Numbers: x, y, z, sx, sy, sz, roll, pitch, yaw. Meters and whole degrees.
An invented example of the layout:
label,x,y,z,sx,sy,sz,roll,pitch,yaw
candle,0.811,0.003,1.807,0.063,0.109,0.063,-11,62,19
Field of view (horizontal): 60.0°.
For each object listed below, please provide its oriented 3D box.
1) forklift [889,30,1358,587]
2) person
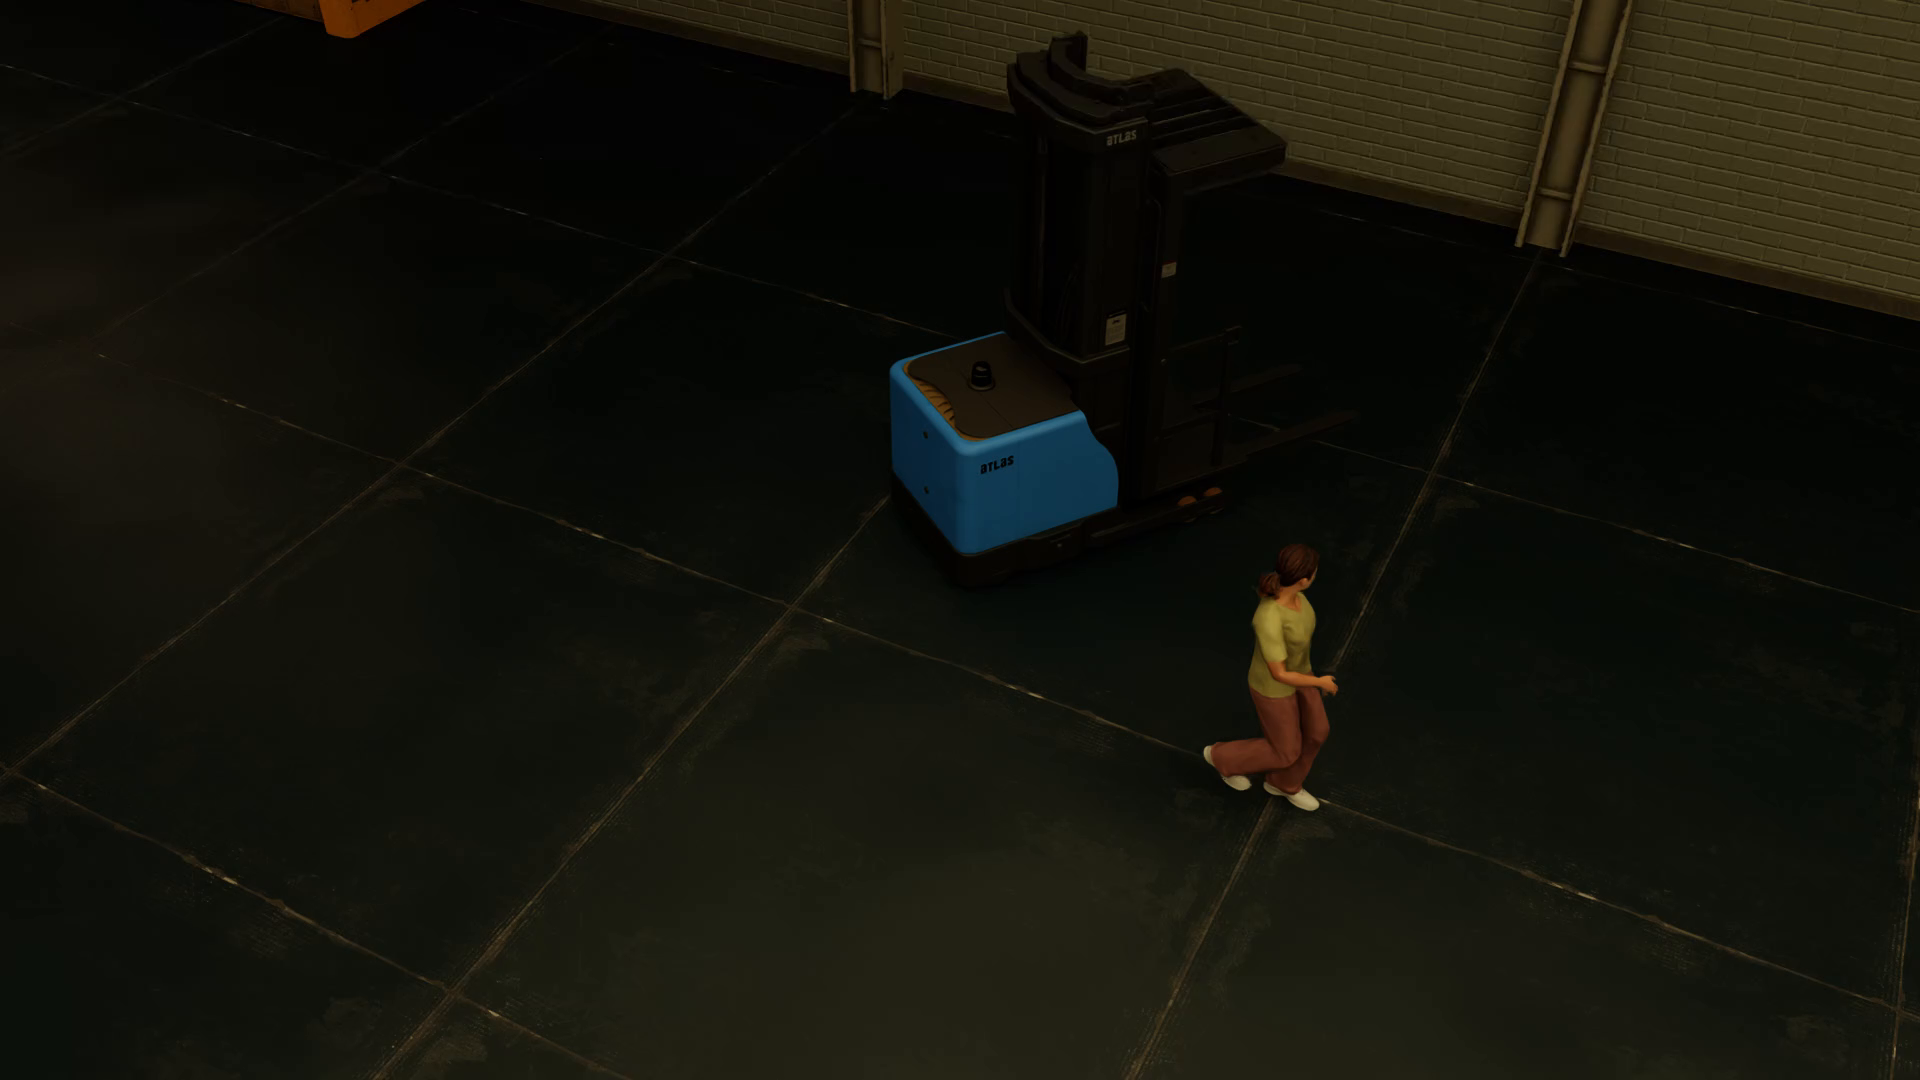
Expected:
label,x,y,z,sx,sy,sz,roll,pitch,yaw
forklift,1.115,-1.514,9.784,3.031,2.935,1.130,-18,43,-21
person,1.609,0.664,8.225,0.610,1.621,0.607,25,46,26
